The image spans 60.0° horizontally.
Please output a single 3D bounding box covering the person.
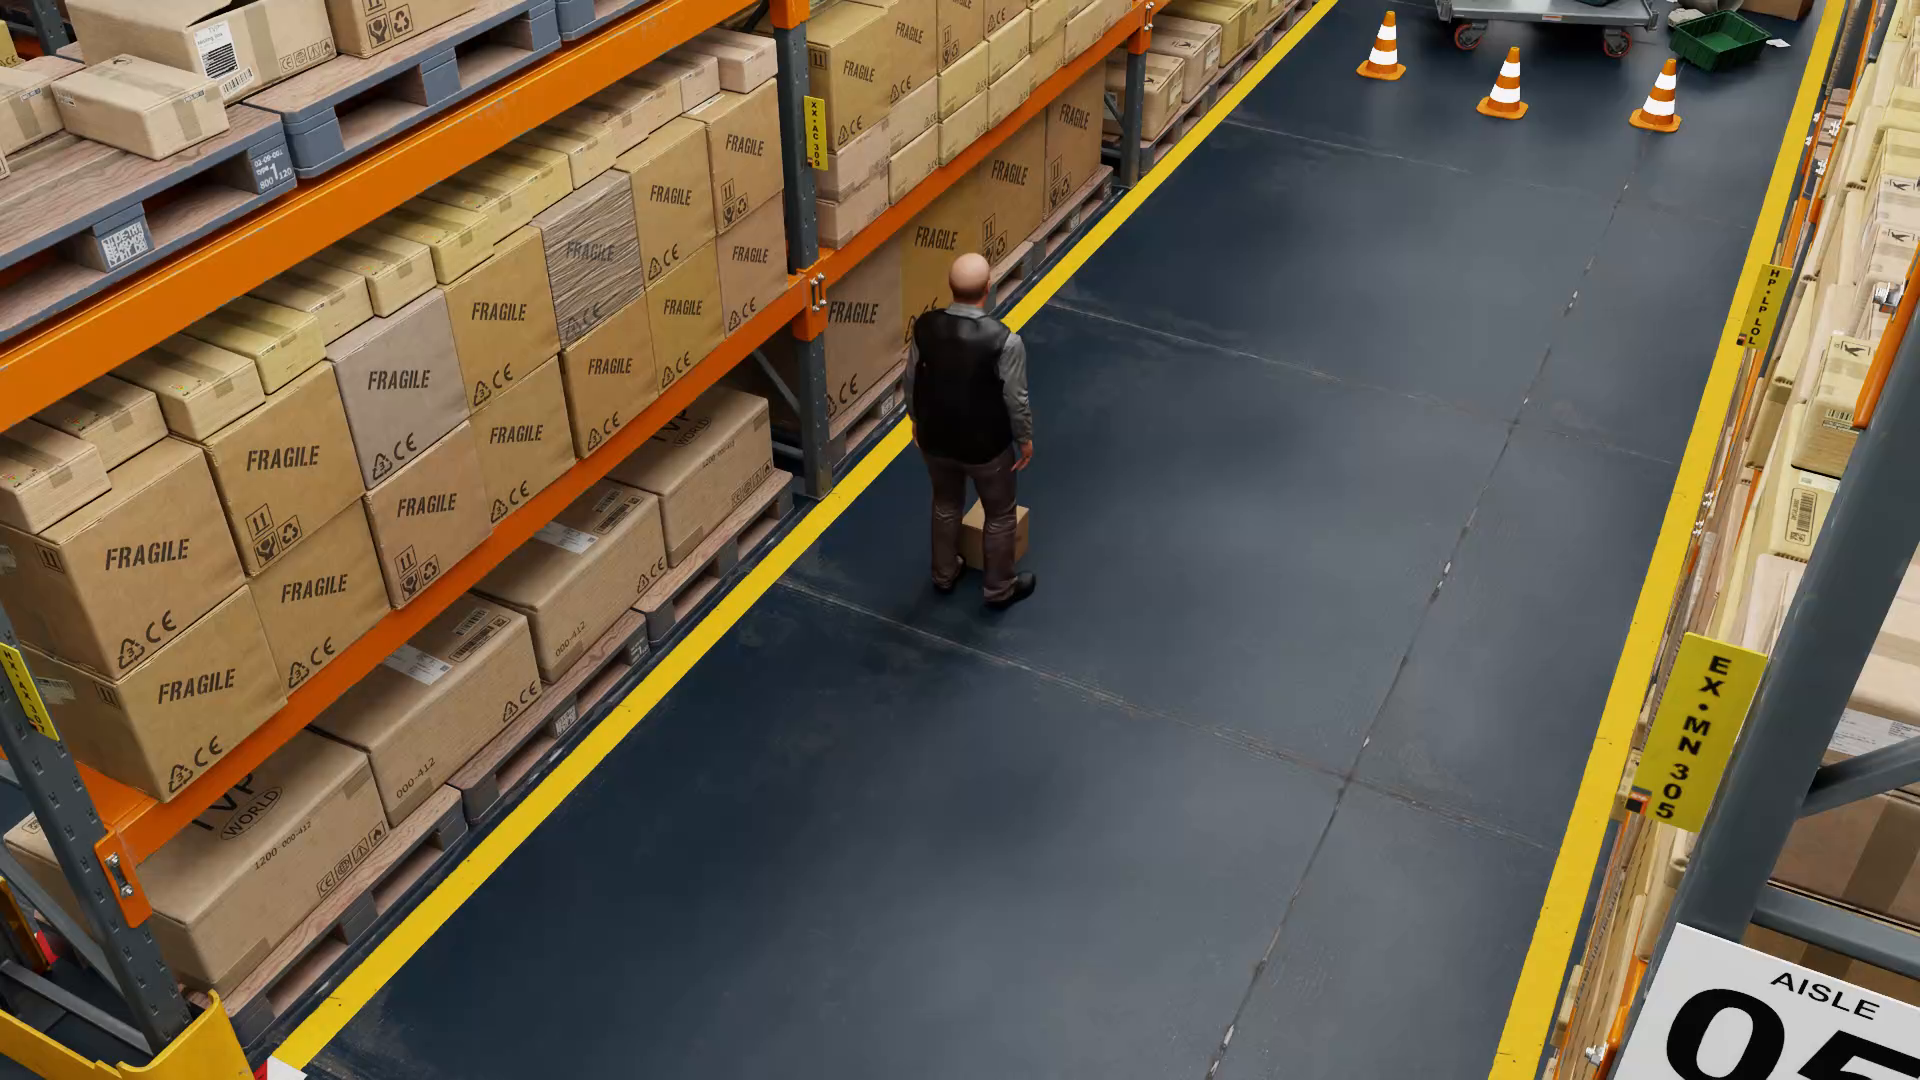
[{"bbox_3d":[0.044,-0.462,7.366,0.594,1.721,0.374,15,40,19],"label":"person"}]
